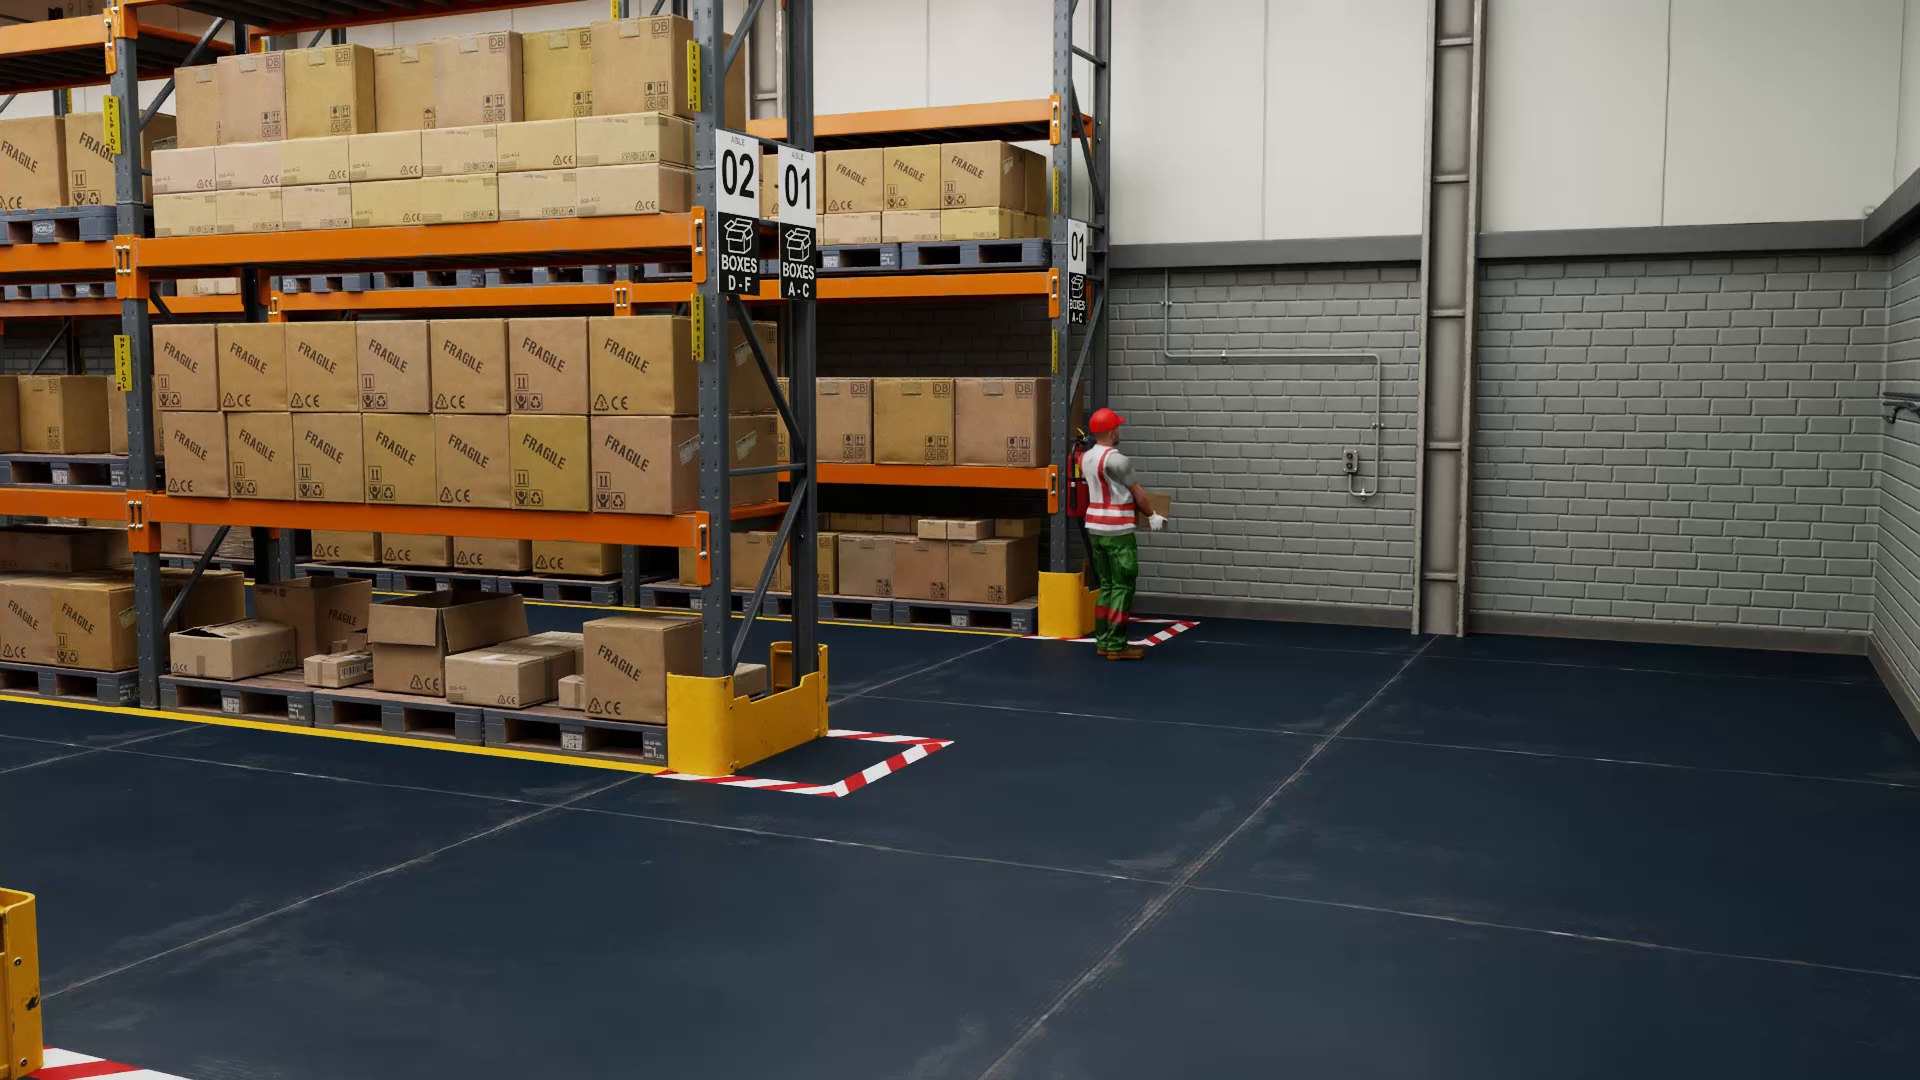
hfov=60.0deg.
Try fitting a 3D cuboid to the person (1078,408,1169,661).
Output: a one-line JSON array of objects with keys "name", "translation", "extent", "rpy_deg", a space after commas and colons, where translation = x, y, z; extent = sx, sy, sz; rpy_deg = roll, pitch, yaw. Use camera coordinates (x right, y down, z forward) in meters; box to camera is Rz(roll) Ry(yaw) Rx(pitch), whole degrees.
[{"name": "person", "translation": [1.173, -0.052, 11.921], "extent": [0.568, 1.783, 0.494], "rpy_deg": [-3, 6, -27]}]
